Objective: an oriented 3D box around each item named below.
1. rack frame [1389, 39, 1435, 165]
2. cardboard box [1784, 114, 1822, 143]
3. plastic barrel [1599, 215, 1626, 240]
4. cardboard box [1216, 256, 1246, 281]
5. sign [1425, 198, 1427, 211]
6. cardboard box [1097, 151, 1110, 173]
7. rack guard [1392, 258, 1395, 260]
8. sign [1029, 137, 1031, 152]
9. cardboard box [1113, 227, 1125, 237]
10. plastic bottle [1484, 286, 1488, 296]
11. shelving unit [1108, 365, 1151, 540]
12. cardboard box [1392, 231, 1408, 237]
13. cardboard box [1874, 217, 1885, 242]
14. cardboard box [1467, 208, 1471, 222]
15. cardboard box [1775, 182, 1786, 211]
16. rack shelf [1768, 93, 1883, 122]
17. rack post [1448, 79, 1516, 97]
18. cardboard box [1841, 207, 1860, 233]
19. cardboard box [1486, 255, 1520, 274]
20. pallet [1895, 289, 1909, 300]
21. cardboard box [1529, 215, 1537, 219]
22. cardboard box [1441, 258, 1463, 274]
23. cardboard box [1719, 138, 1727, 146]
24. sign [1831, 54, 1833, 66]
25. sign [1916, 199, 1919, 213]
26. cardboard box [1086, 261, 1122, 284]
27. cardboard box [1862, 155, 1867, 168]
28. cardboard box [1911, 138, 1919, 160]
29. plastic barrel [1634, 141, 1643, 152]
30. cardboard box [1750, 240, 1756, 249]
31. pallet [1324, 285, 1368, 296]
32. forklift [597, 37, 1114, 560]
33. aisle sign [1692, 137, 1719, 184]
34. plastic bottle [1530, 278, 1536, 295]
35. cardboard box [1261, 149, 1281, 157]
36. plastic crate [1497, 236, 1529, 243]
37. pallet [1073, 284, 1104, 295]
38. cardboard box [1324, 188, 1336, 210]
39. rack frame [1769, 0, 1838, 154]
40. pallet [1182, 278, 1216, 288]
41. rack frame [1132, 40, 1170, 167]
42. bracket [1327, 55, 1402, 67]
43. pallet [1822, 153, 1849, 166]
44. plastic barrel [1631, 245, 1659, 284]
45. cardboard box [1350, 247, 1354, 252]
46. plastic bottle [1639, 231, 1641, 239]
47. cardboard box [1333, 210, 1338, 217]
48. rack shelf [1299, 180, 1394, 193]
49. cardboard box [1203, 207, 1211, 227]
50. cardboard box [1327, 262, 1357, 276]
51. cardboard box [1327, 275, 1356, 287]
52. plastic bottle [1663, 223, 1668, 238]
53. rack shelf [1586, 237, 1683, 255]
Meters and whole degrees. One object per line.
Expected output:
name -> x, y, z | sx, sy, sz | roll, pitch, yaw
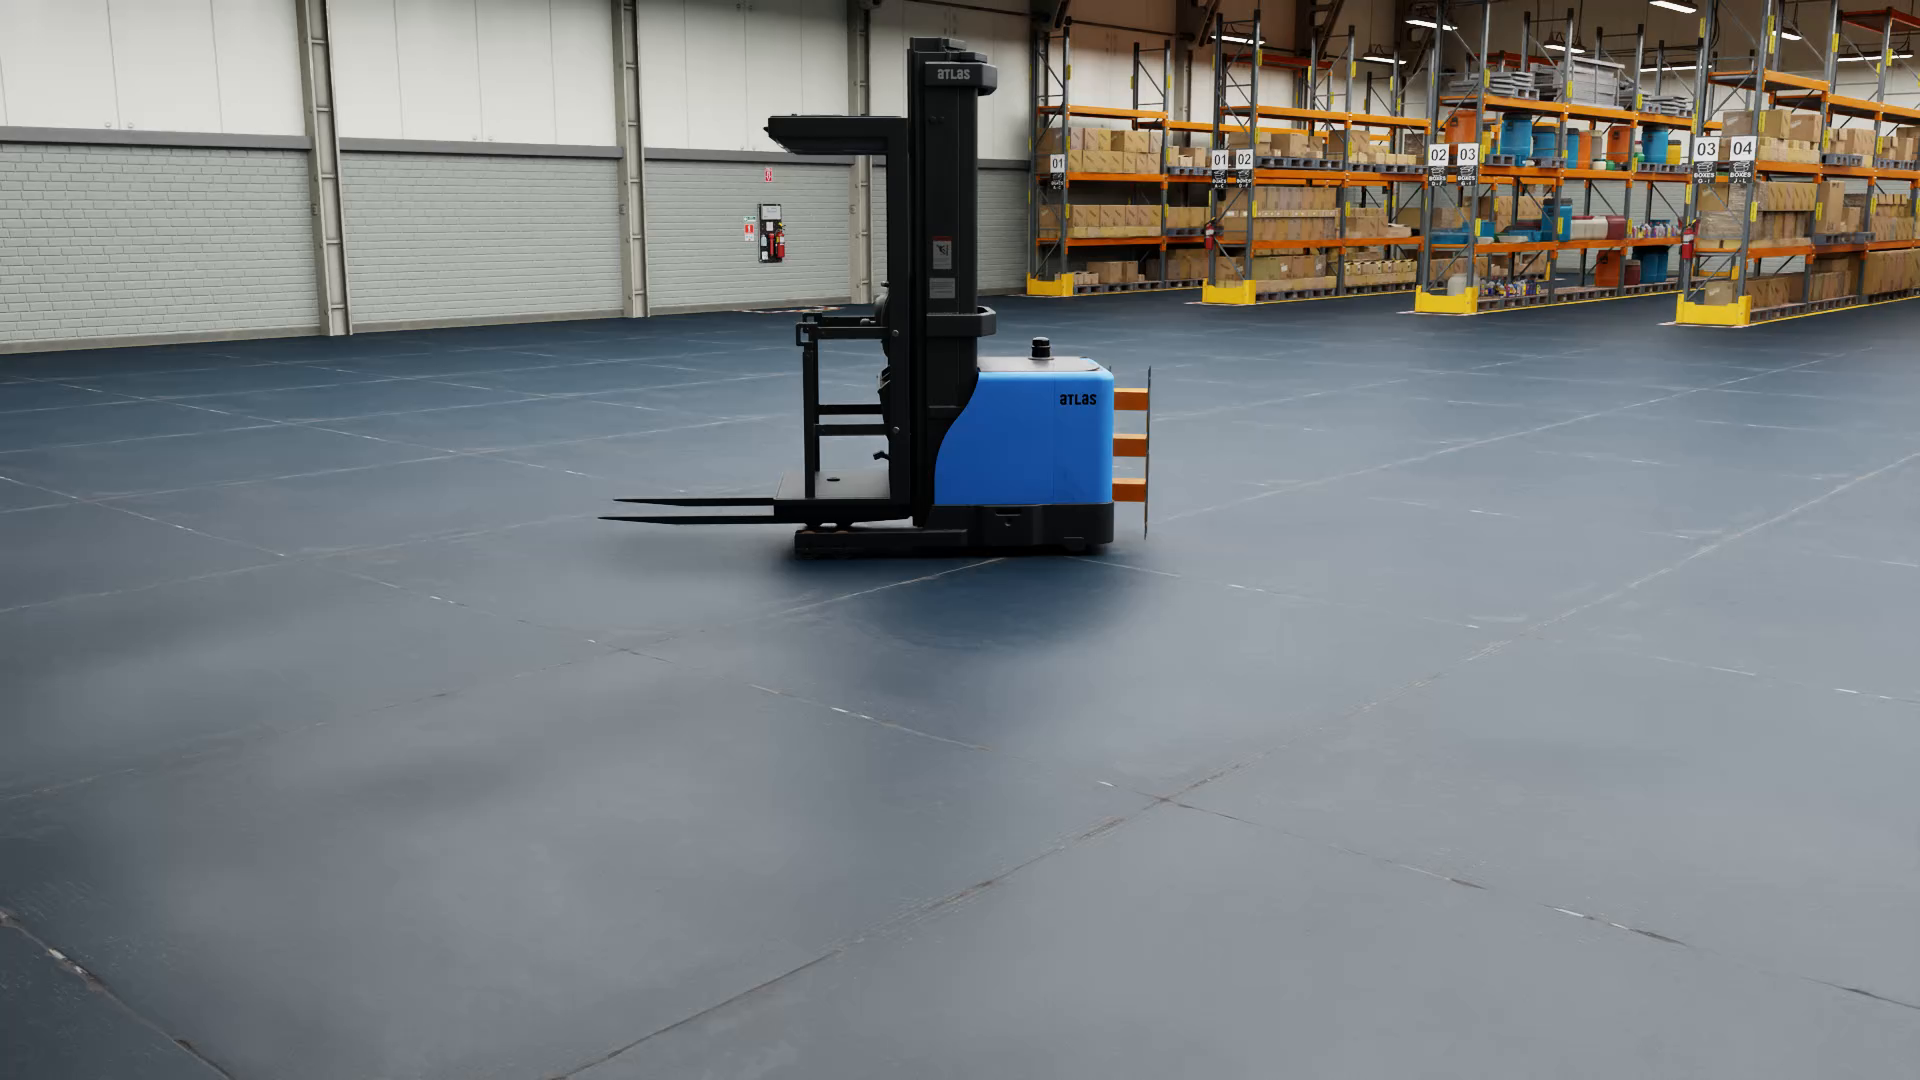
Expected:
rack frame -> 11.058, -10.680, 40.709 | 1.000, 3.000, 0.127 | 10, 15, 40
cardboard box -> 15.751, -7.680, 31.057 | 0.500, 0.500, 0.500 | 9, 15, 39
plastic barrel -> 14.698, -7.057, 37.537 | 0.600, 0.536, 0.708 | 10, 15, 40
cardboard box -> 5.908, -5.904, 36.146 | 0.500, 0.500, 0.500 | 10, 15, 40
sign -> 11.477, -8.235, 40.827 | 0.100, 0.325, 0.005 | 10, 15, 40
cardboard box -> 3.183, -8.899, 39.144 | 0.500, 0.500, 0.500 | 11, 16, 43
rack guard -> 12.631, -8.333, 50.656 | 1.175, 0.500, 0.348 | 10, 15, 40
sign -> 1.650, -9.181, 38.602 | 0.100, 0.325, 0.005 | 10, 15, 40
cardboard box -> 3.622, -7.395, 39.909 | 0.500, 0.250, 0.500 | 10, 15, 41
plastic bottle -> 10.883, -5.161, 34.411 | 0.097, 0.201, 0.097 | 0, 11, 0
shelving unit -> 1.031, -0.537, 10.221 | 0.252, 1.050, 0.215 | 2, 11, 9
cardboard box -> 10.672, -7.447, 40.480 | 0.380, 0.149, 0.250 | 10, 15, 40
cardboard box -> 19.361, -6.619, 35.435 | 0.500, 0.500, 0.500 | 9, 15, 39
cardboard box -> 13.218, -8.541, 43.988 | 0.700, 0.500, 0.500 | 4, 12, 21
cardboard box -> 14.448, -6.157, 29.814 | 0.500, 0.500, 0.500 | 10, 15, 40
rack shelf -> 17.177, -8.556, 32.931 | 1.077, 0.370, 4.000 | 10, 15, 40
rack post -> 10.090, -8.712, 32.131 | 0.954, 0.300, 0.937 | -10, 15, -41
cardboard box -> 17.877, -6.532, 33.931 | 0.500, 0.500, 0.700 | -9, 15, -39
cardboard box -> 14.935, -7.596, 45.832 | 0.797, 0.503, 0.637 | 10, 15, 40
pallet -> 20.684, -5.555, 37.484 | 1.003, 0.211, 1.213 | 10, 15, 40
cardboard box -> 15.574, -8.714, 45.926 | 0.500, 0.500, 0.500 | 10, 15, 41
cardboard box -> 12.590, -6.987, 42.792 | 0.500, 0.500, 0.500 | 9, 14, 38
cardboard box -> 13.165, -6.954, 29.077 | 0.380, 0.149, 0.250 | 10, 15, 40
sign -> 18.078, -10.006, 34.544 | 0.100, 0.325, 0.005 | 10, 15, 40
sign -> 21.551, -7.506, 37.378 | 0.100, 0.325, 0.005 | 10, 15, 40
cardboard box -> 3.476, -6.467, 40.189 | 0.700, 0.500, 0.500 | 9, 14, 37
cardboard box -> 18.050, -7.678, 33.719 | 0.500, 0.250, 0.500 | 10, 15, 40
cardboard box -> 21.609, -8.943, 38.089 | 0.700, 0.500, 0.500 | 9, 14, 37
plastic barrel -> 15.833, -9.121, 39.143 | 0.433, 0.535, 0.433 | 0, 11, 0
cardboard box -> 13.763, -5.202, 29.241 | 0.380, 0.149, 0.250 | 10, 15, 40
pallet -> 8.875, -5.896, 39.192 | 1.003, 0.211, 1.213 | 10, 15, 40
forklift -> -0.628, -1.431, 9.891 | 3.031, 2.935, 1.130 | -1, 11, -3
aisle sign -> 12.950, -6.585, 28.883 | 0.394, 0.787, 0.004 | 10, 15, 40
plastic bottle -> 11.927, -5.294, 34.697 | 0.144, 0.351, 0.185 | 9, 15, 39
cardboard box -> 6.686, -8.334, 35.833 | 0.380, 0.149, 0.250 | 10, 15, 40
plastic crate -> 11.254, -6.108, 33.807 | 0.530, 0.136, 0.437 | 10, 15, 40
pallet -> 2.667, -5.960, 39.513 | 1.003, 0.211, 1.213 | 10, 15, 40
cardboard box -> 8.129, -7.769, 37.883 | 0.700, 0.500, 0.500 | 10, 15, 41
rack frame -> 15.856, -8.810, 31.348 | 1.000, 3.000, 0.127 | 10, 15, 40
pallet -> 6.012, -6.717, 43.305 | 1.003, 0.211, 1.213 | 10, 15, 40
rack frame -> 4.694, -10.732, 40.967 | 1.000, 3.000, 0.127 | 10, 15, 40
bracket -> 12.029, -14.283, 49.557 | 0.076, 0.066, 4.783 | 10, 15, 40
pallet -> 16.344, -7.325, 32.046 | 1.213, 0.211, 1.003 | 10, 15, 40
plastic barrel -> 16.577, -6.681, 40.287 | 0.600, 0.901, 0.708 | 10, 15, 40
cardboard box -> 11.494, -8.633, 49.430 | 0.380, 0.149, 0.250 | 10, 15, 41
plastic bottle -> 15.795, -7.123, 38.724 | 0.097, 0.201, 0.097 | 0, 11, 0
cardboard box -> 8.399, -7.449, 37.938 | 0.380, 0.149, 0.250 | 10, 15, 40
rack shelf -> 11.295, -10.379, 48.697 | 1.077, 0.370, 4.000 | 10, 15, 40
cardboard box -> 6.226, -8.387, 43.163 | 0.700, 0.500, 0.500 | 10, 15, 40
cardboard box -> 8.877, -6.311, 38.667 | 0.500, 0.311, 0.500 | 10, 15, 41
cardboard box -> 8.870, -6.035, 38.715 | 0.500, 0.250, 0.500 | 9, 15, 39
plastic bottle -> 16.934, -7.457, 40.014 | 0.144, 0.351, 0.185 | 10, 15, 40
rack shelf -> 16.096, -7.039, 39.632 | 1.077, 0.370, 4.000 | 10, 15, 40
